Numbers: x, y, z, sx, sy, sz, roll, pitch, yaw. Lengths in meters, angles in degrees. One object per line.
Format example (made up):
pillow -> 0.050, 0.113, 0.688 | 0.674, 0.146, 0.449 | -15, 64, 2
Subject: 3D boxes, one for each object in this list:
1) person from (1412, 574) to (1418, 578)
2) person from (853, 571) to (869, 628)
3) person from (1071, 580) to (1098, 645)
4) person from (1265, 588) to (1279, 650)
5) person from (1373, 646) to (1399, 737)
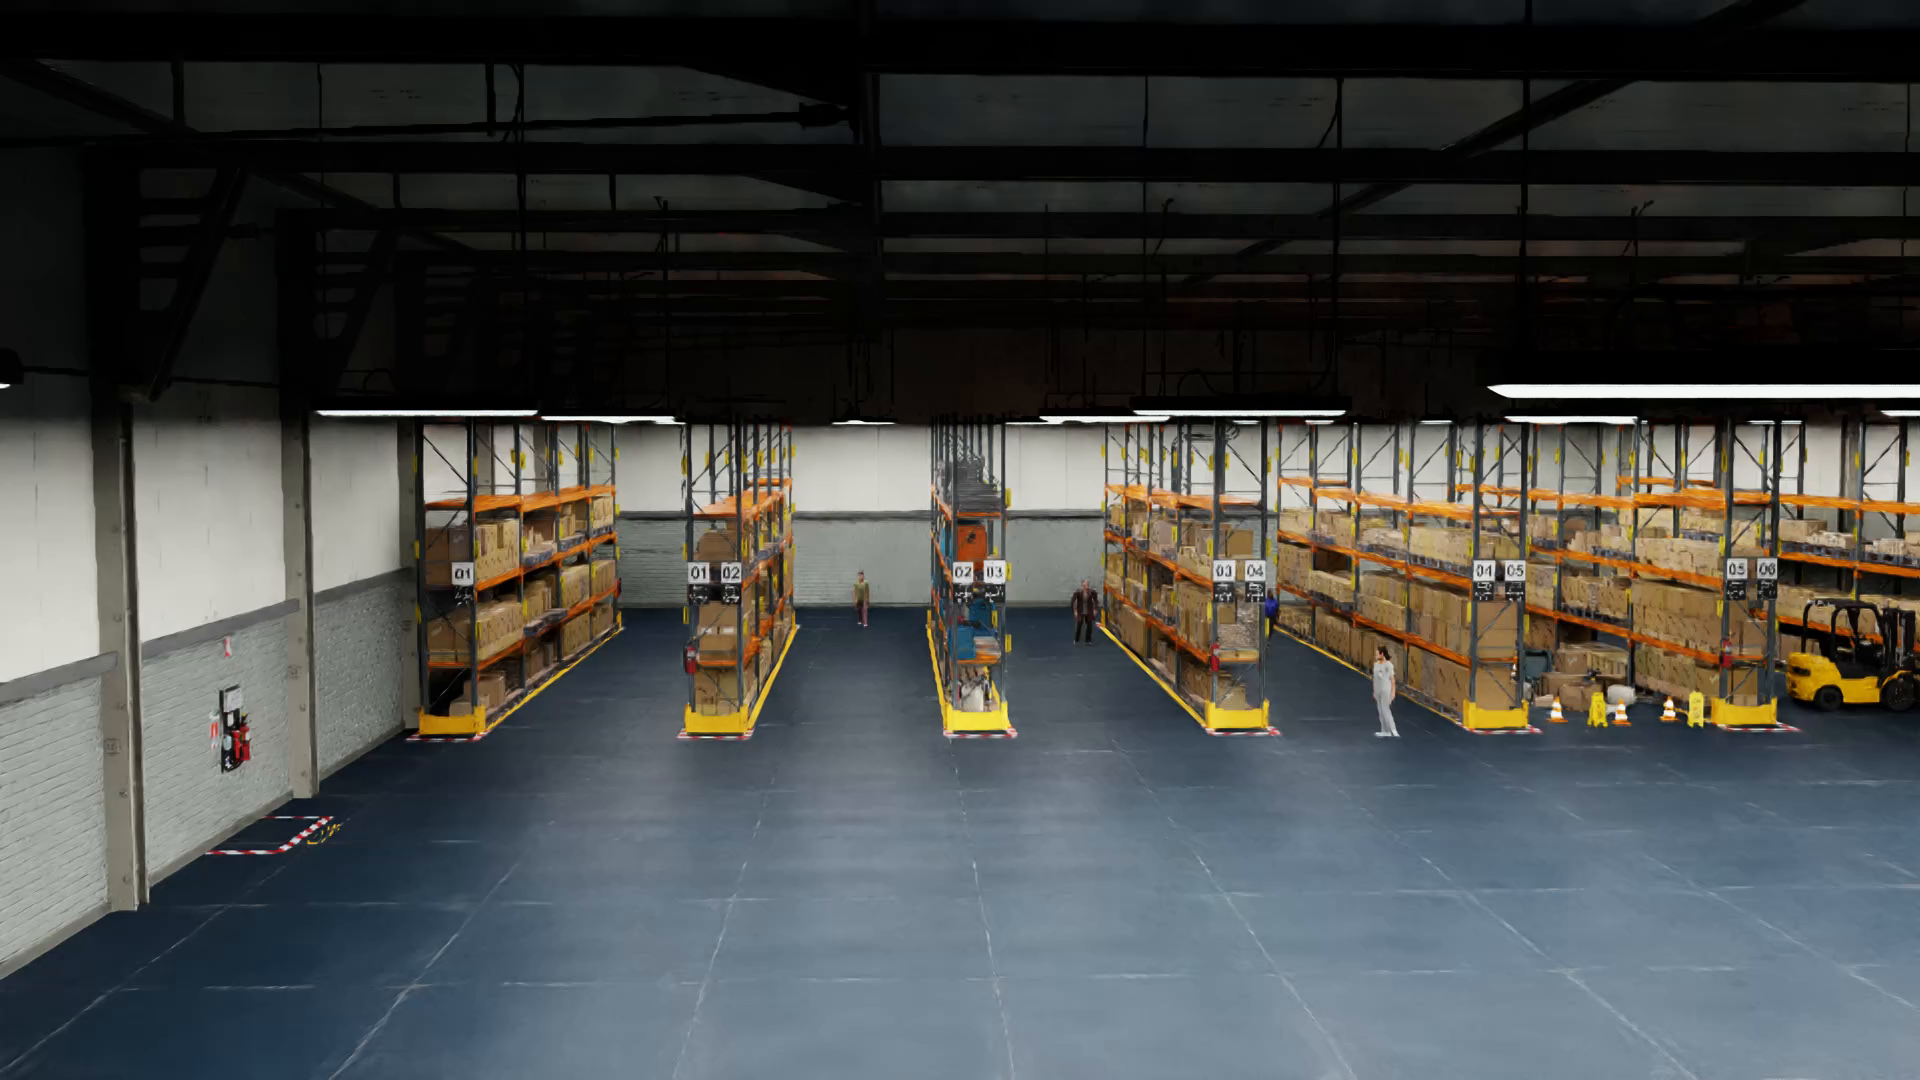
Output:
person -> 12.336, 1.777, 45.235 | 0.592, 1.707, 0.644 | 1, 4, 16
person -> -2.829, 1.678, 47.541 | 0.448, 1.590, 1.109 | 0, 4, 0
person -> 3.269, 1.898, 43.662 | 0.729, 1.721, 0.546 | 0, 4, -1
person -> 7.971, 2.010, 42.765 | 0.445, 1.574, 1.091 | 0, 4, -5
person -> 7.845, 2.793, 30.661 | 0.382, 1.666, 0.570 | -3, 5, -34
